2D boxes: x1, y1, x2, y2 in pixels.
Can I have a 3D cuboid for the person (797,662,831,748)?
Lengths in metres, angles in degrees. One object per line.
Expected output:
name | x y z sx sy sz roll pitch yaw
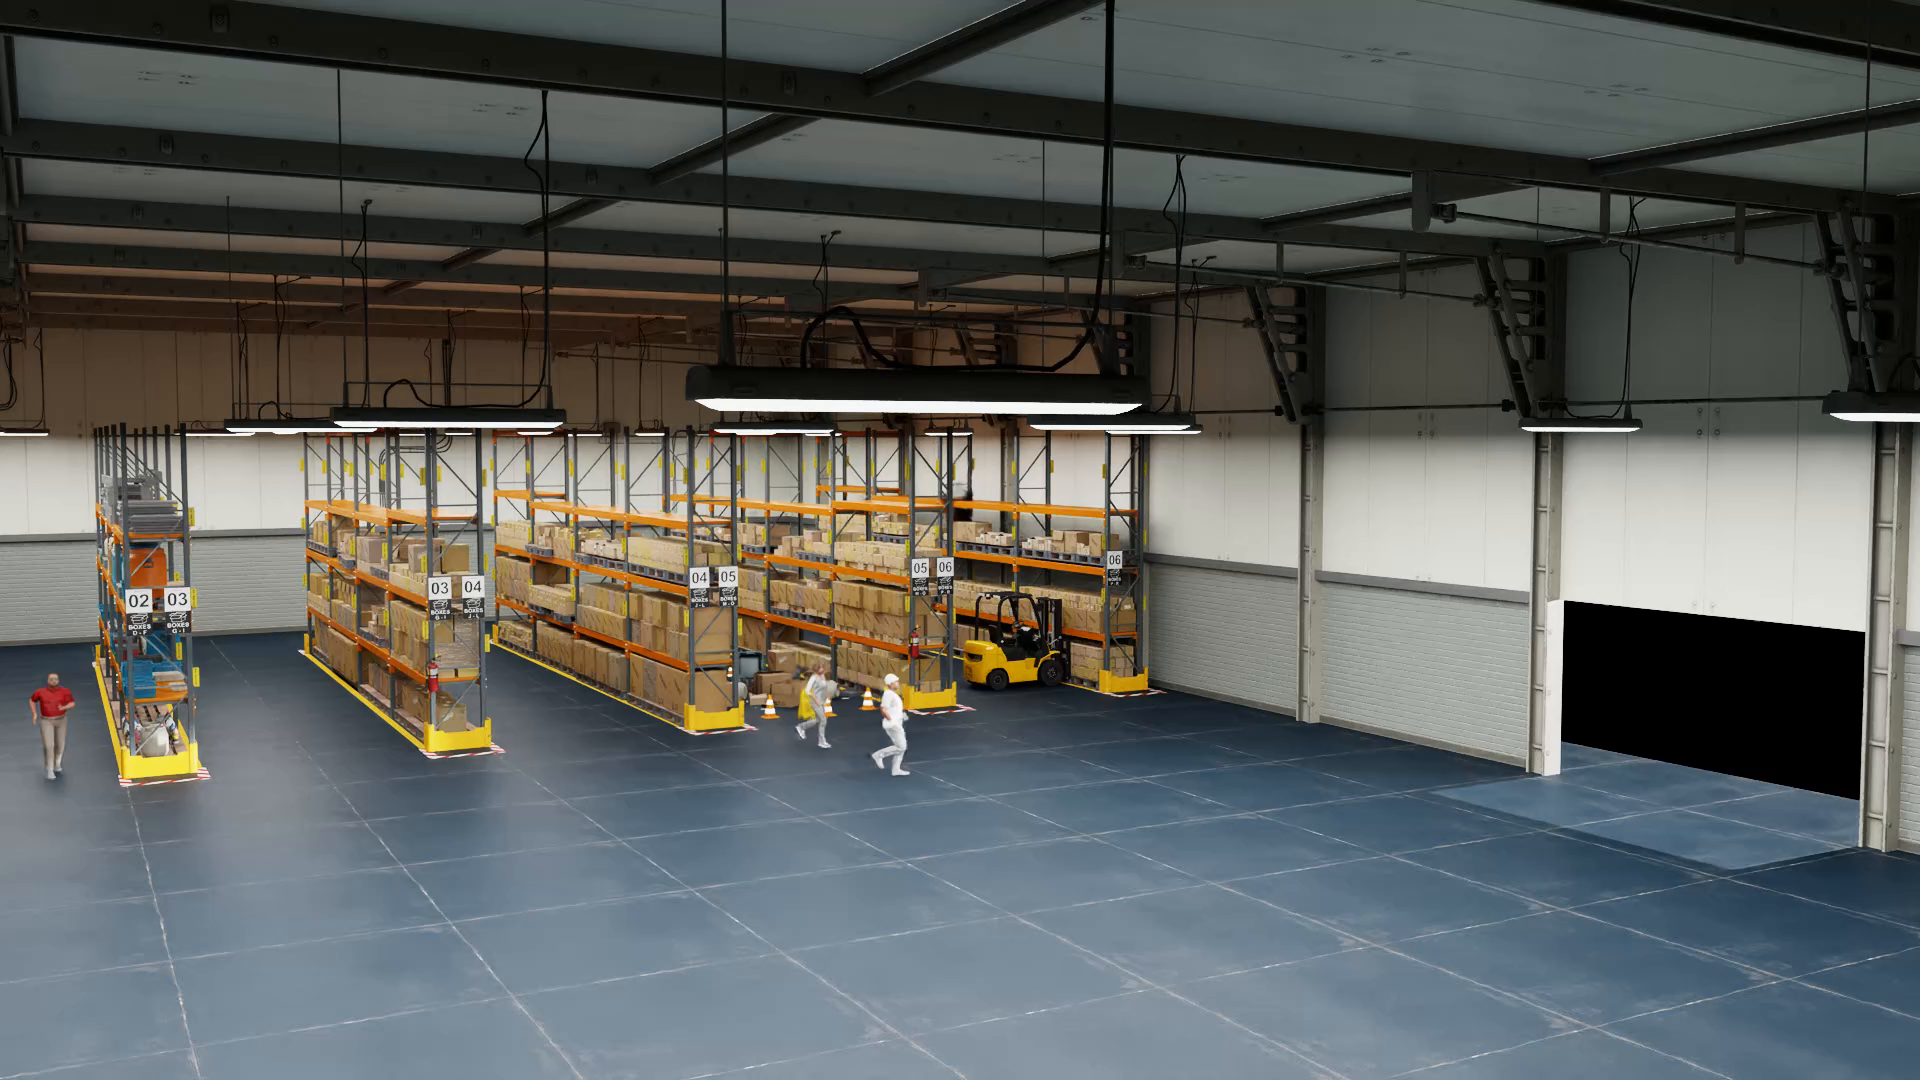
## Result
person | -2.718 3.057 30.946 0.735 1.593 0.540 1 4 23

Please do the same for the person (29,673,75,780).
person | -15.405 3.151 28.268 0.638 1.792 0.809 -3 4 -39

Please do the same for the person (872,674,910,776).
person | -1.171 3.143 28.255 0.626 1.740 0.702 0 3 1
